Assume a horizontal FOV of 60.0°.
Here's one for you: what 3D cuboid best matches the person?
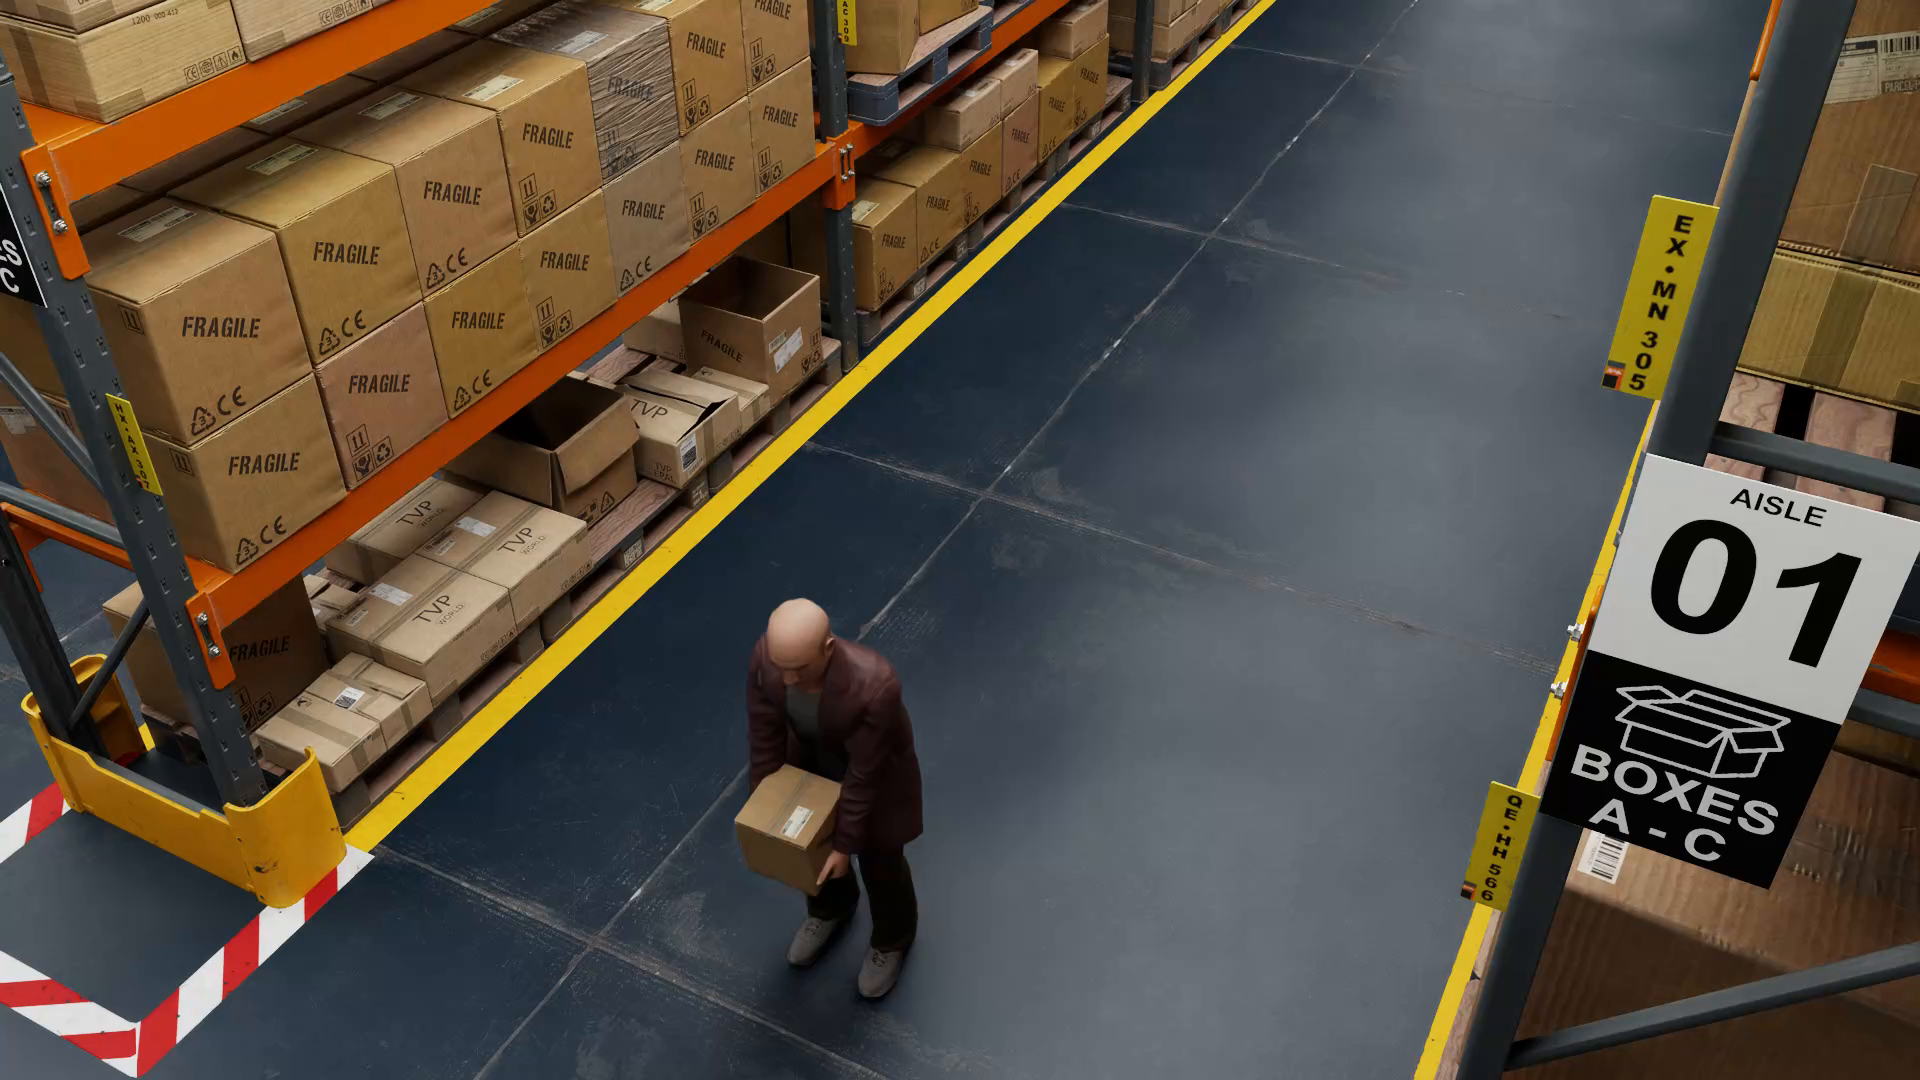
[{"bbox_3d":[-0.404,0.779,5.202,0.538,1.717,0.614,17,41,21],"label":"person"}]
